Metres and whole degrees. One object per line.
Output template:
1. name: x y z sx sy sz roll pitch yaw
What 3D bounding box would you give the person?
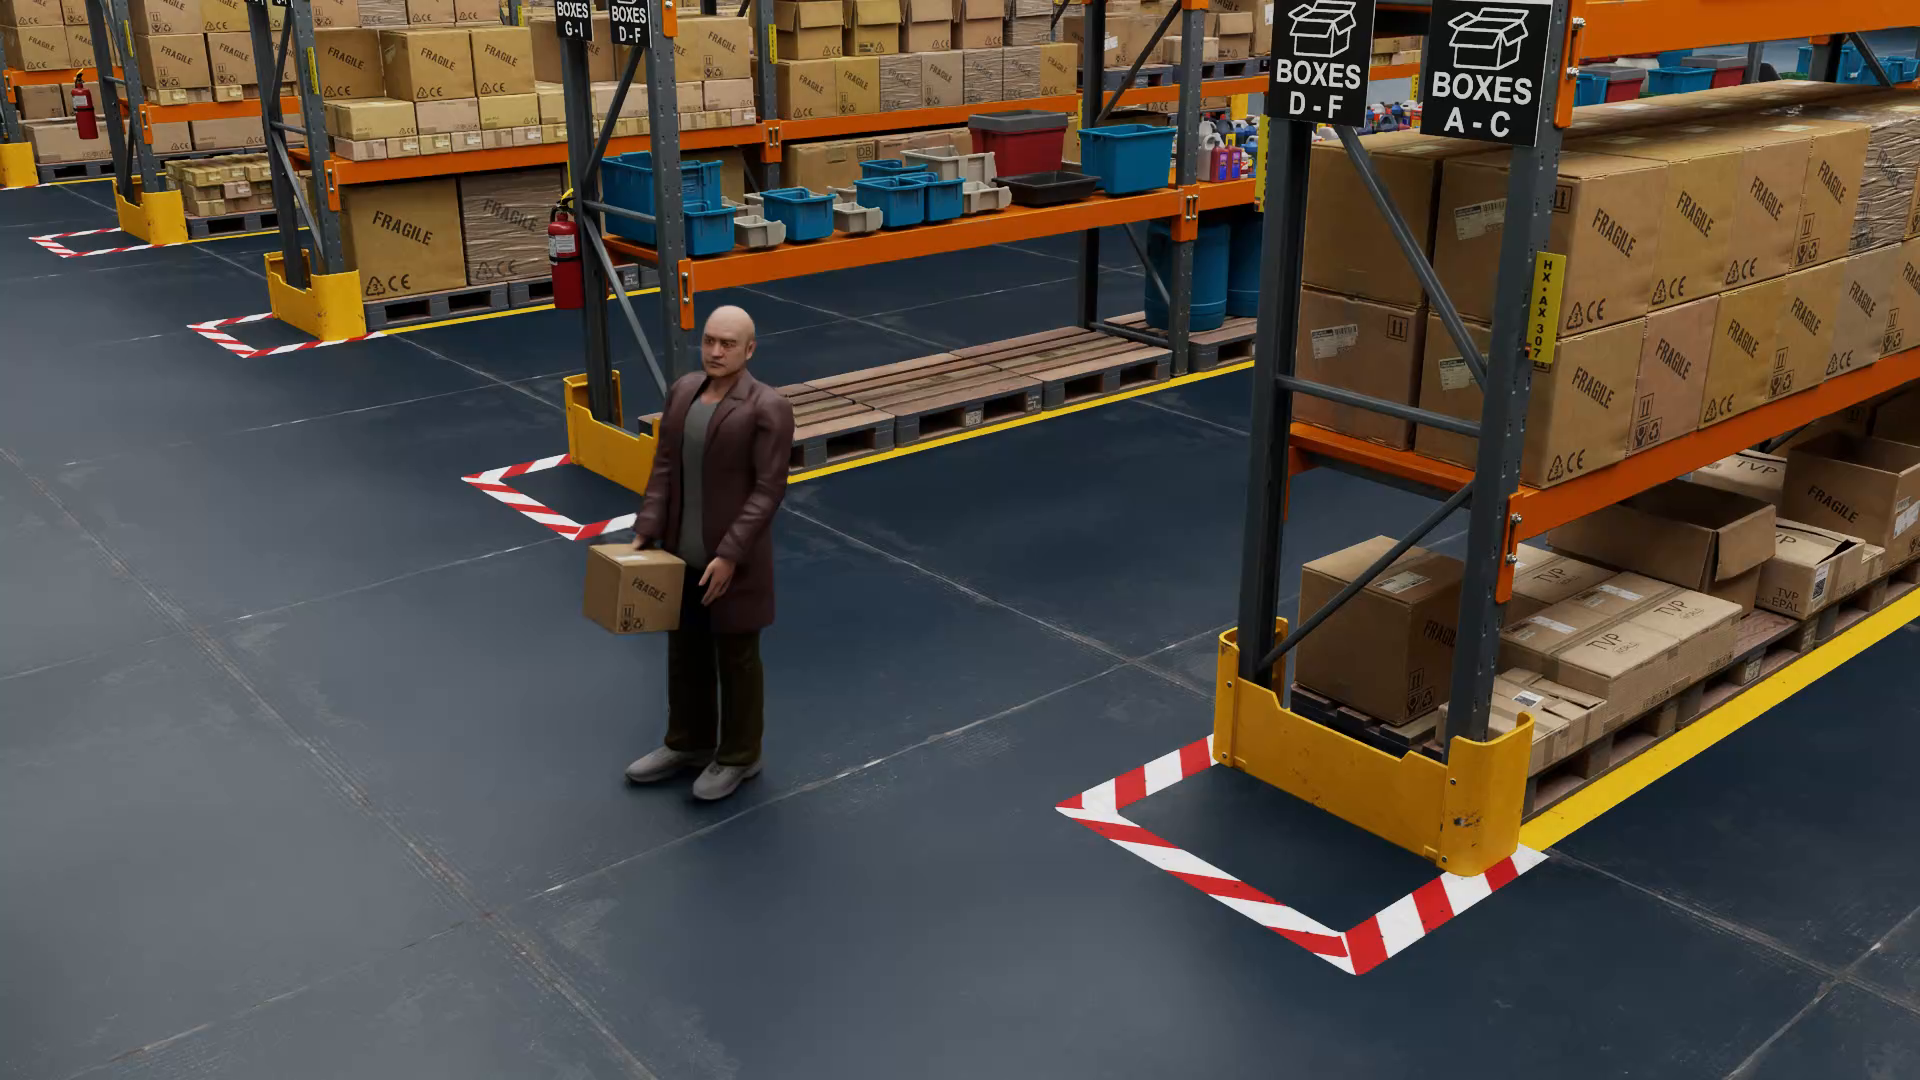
1. person: -0.899 0.066 5.902 0.603 1.784 0.469 13 25 32
